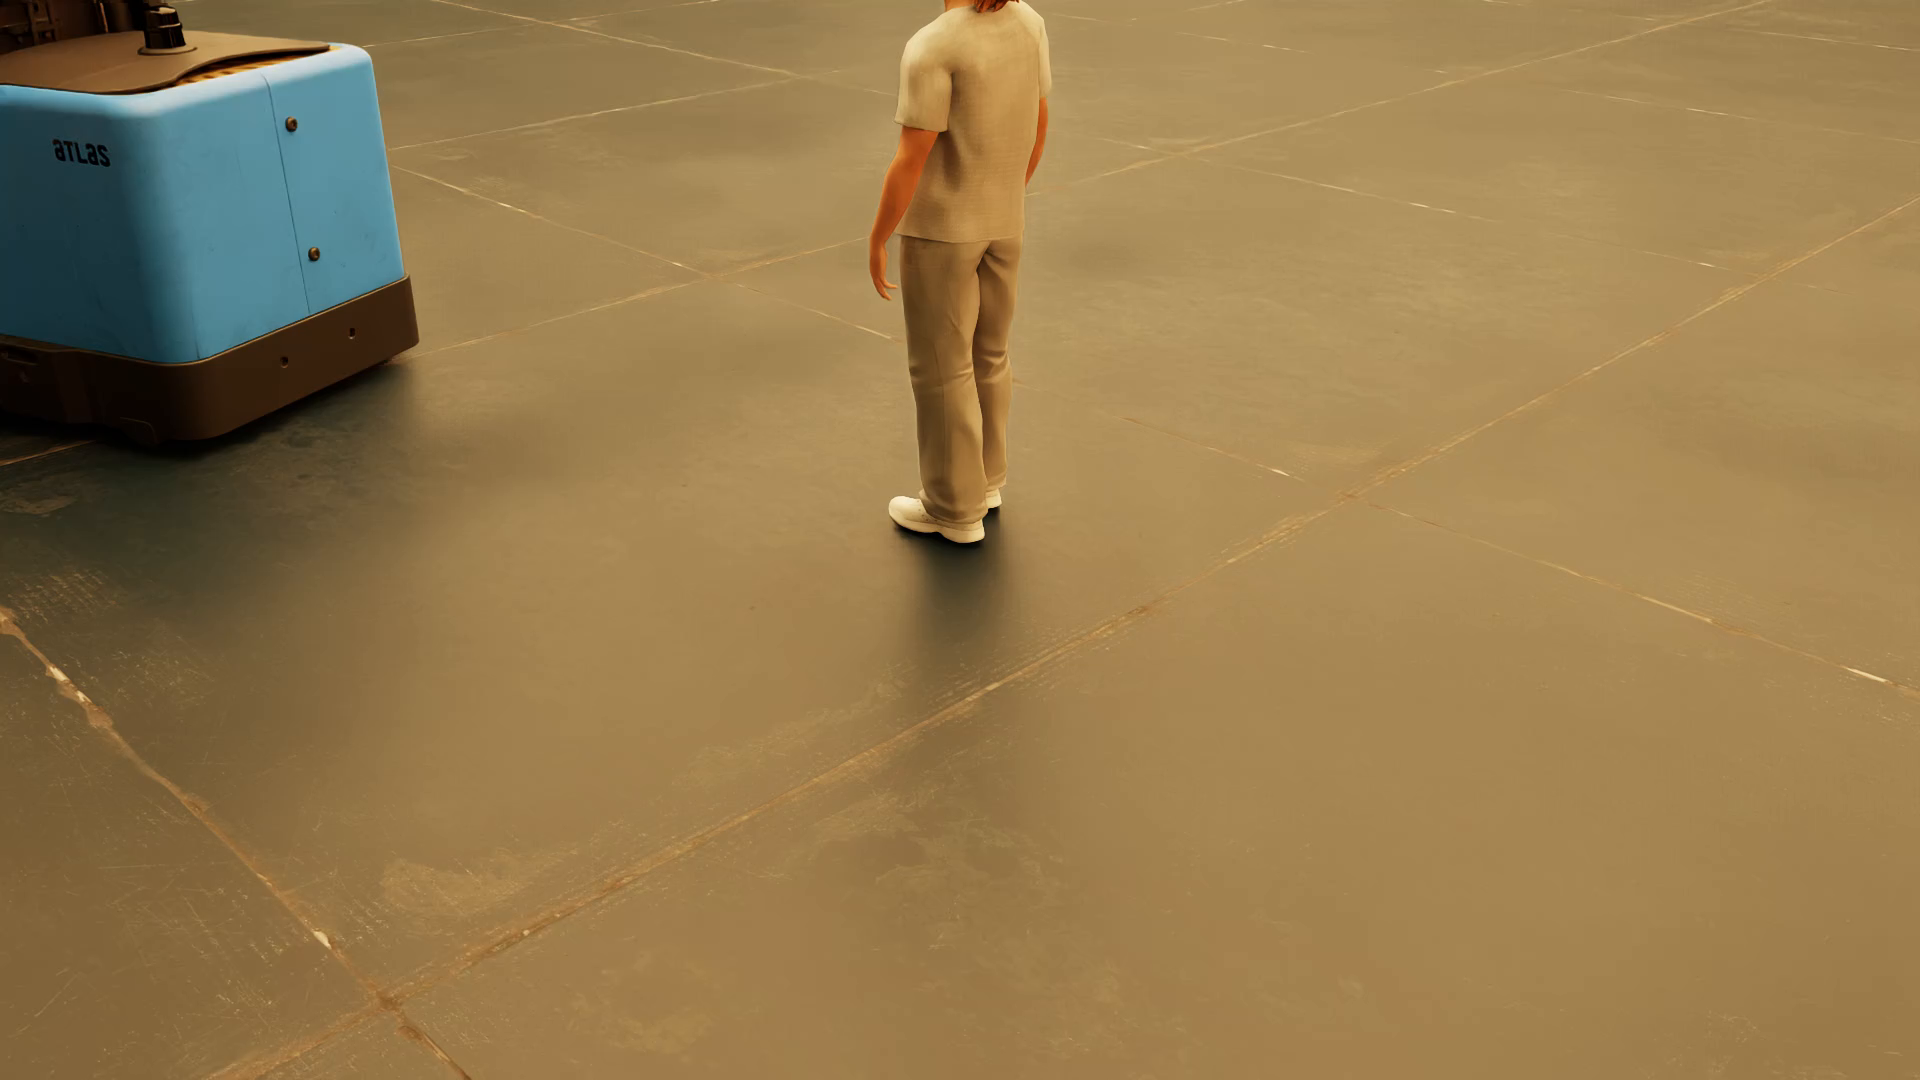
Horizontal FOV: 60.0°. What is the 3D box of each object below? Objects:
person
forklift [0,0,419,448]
[{"bbox_3d":[-0.043,-0.786,4.226,0.549,1.673,0.548,-24,35,-39],"label":"person"},{"bbox_3d":[-3.444,-2.010,5.312,3.031,2.935,1.130,11,28,21],"label":"forklift"}]
